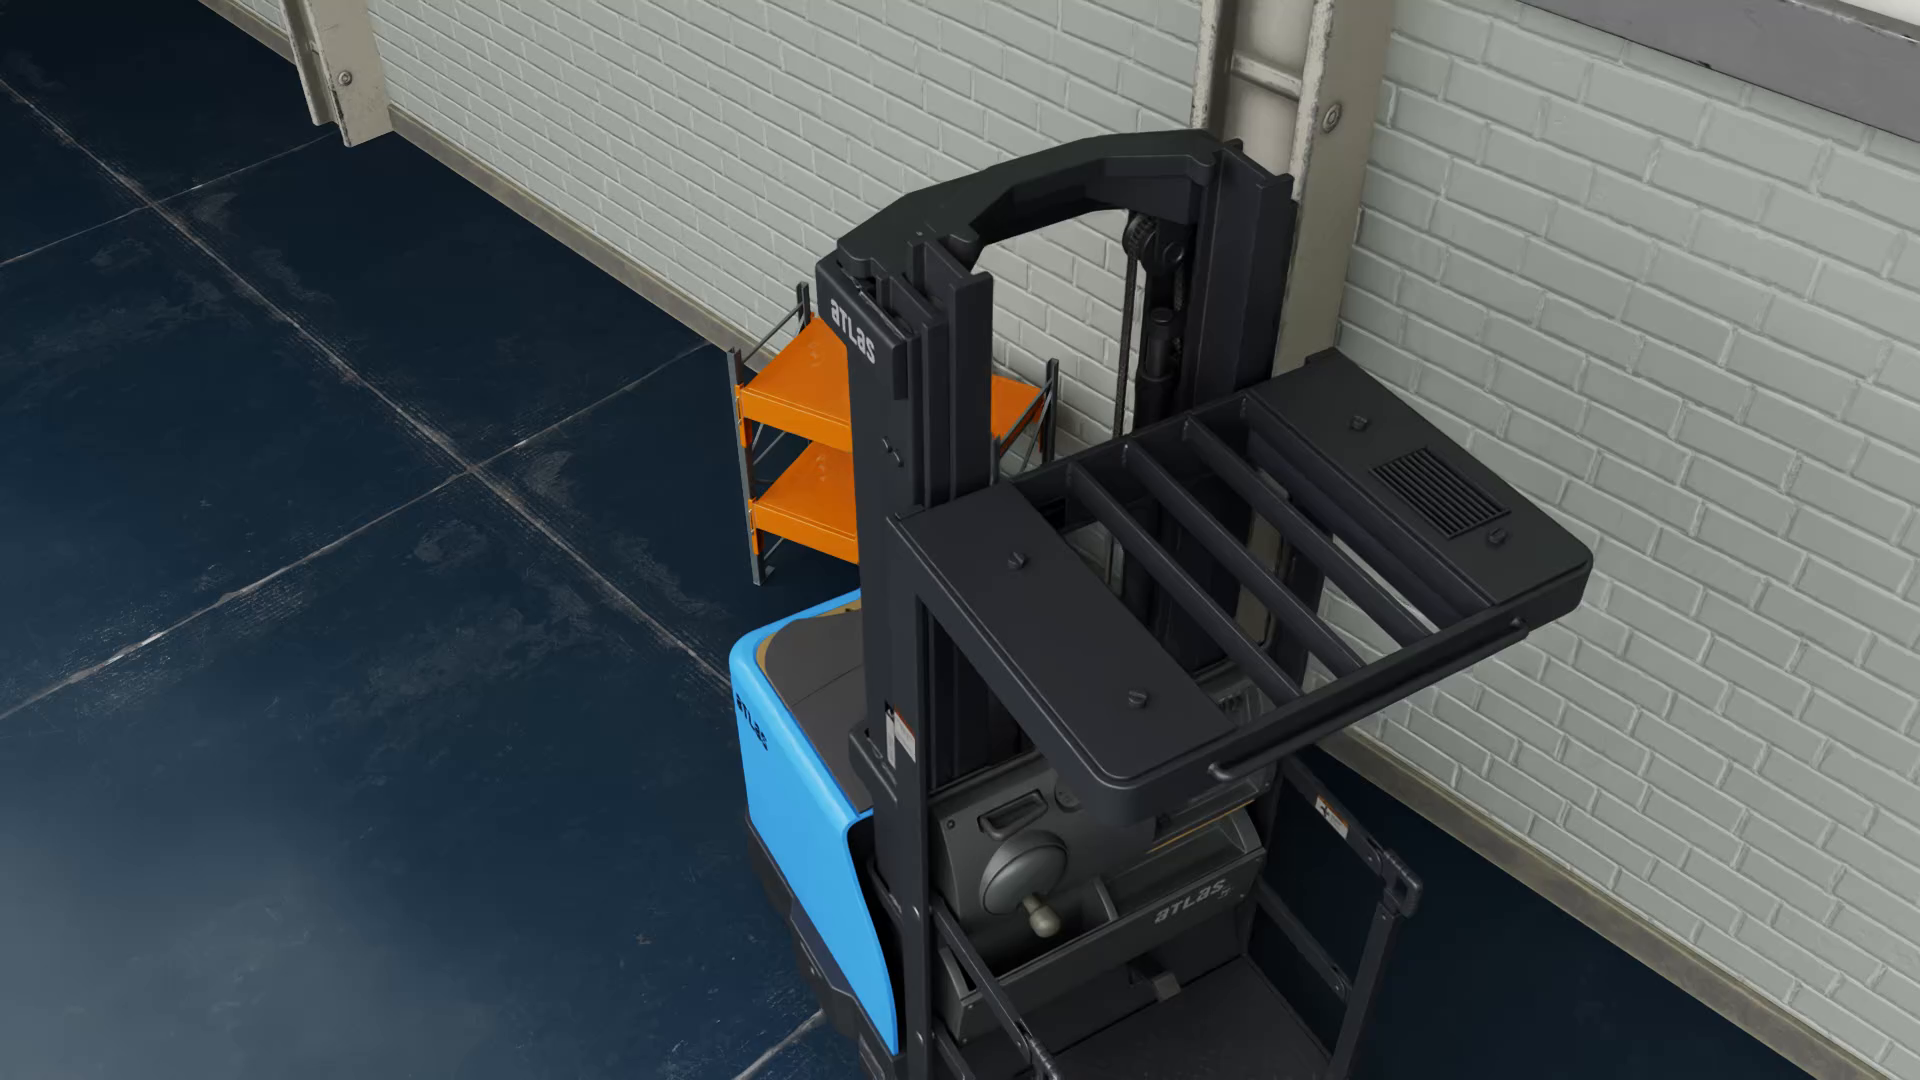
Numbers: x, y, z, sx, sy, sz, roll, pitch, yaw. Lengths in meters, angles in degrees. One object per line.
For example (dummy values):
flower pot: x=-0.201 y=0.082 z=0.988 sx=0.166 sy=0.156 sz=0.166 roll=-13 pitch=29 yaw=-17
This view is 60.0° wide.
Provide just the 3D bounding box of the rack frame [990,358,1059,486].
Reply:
rack frame: x=0.215 y=-0.066 z=5.993 sx=0.032 sy=1.125 sz=0.500 roll=20 pitch=46 yaw=20

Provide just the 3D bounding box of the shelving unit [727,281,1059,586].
shelving unit: x=-0.235 y=-0.226 z=6.166 sx=1.048 sy=1.125 sz=0.538 roll=20 pitch=46 yaw=20

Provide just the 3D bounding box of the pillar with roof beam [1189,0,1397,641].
pillar with roof beam: x=-2.172 y=-0.666 z=0.840 sx=9.100 sy=9.000 sz=0.400 roll=-34 pitch=53 yaw=-31

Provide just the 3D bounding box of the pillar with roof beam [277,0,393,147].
pillar with roof beam: x=-6.409 y=-3.549 z=3.960 sx=9.100 sy=9.000 sz=0.400 roll=-34 pitch=53 yaw=-31

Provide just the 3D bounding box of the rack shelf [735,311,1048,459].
rack shelf: x=-0.235 y=-0.441 z=5.968 sx=1.000 sy=0.278 sz=0.538 roll=20 pitch=46 yaw=20

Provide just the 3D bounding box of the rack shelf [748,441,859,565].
rack shelf: x=-0.235 y=-0.047 z=6.332 sx=1.000 sy=0.278 sz=0.538 roll=20 pitch=46 yaw=20

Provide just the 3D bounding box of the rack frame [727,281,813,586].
rack frame: x=-0.685 y=-0.387 z=6.339 sx=0.032 sy=1.125 sz=0.500 roll=20 pitch=46 yaw=20

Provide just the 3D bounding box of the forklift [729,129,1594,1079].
forklift: x=0.481 y=0.706 z=3.827 sx=1.130 sy=2.935 sz=3.031 roll=-21 pitch=47 yaw=-22
